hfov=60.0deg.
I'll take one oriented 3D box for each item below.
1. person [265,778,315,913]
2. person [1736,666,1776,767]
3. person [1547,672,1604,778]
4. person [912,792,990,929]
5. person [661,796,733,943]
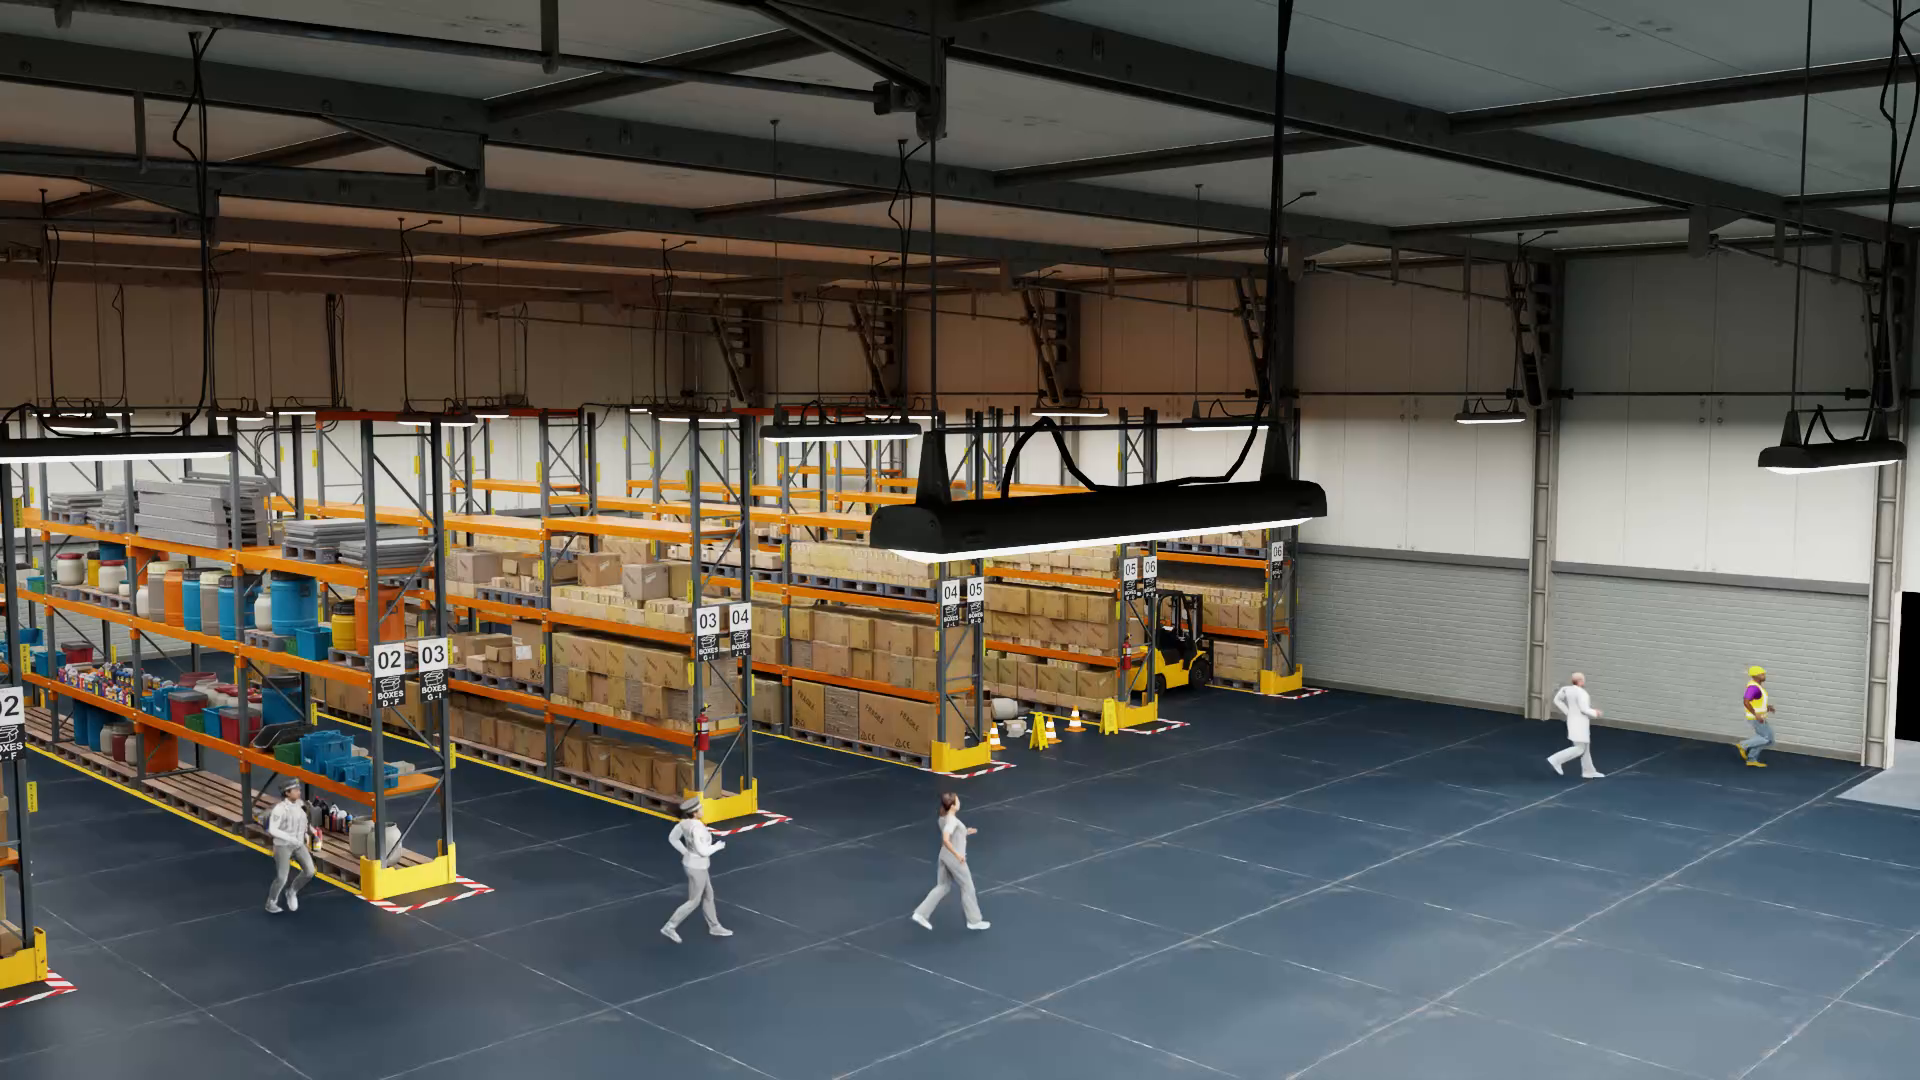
[{"bbox_3d":[-8.118,3.708,20.246,0.590,1.645,0.674,3,6,28],"label":"person"},{"bbox_3d":[13.477,2.986,28.133,0.584,1.716,0.703,3,6,26],"label":"person"},{"bbox_3d":[10.063,3.035,27.154,1.023,1.762,0.714,-1,5,-7],"label":"person"},{"bbox_3d":[-0.097,3.756,19.386,0.968,1.651,0.561,-3,6,-27],"label":"person"},{"bbox_3d":[-3.024,3.767,19.052,0.878,1.689,0.616,-2,6,-25],"label":"person"}]
